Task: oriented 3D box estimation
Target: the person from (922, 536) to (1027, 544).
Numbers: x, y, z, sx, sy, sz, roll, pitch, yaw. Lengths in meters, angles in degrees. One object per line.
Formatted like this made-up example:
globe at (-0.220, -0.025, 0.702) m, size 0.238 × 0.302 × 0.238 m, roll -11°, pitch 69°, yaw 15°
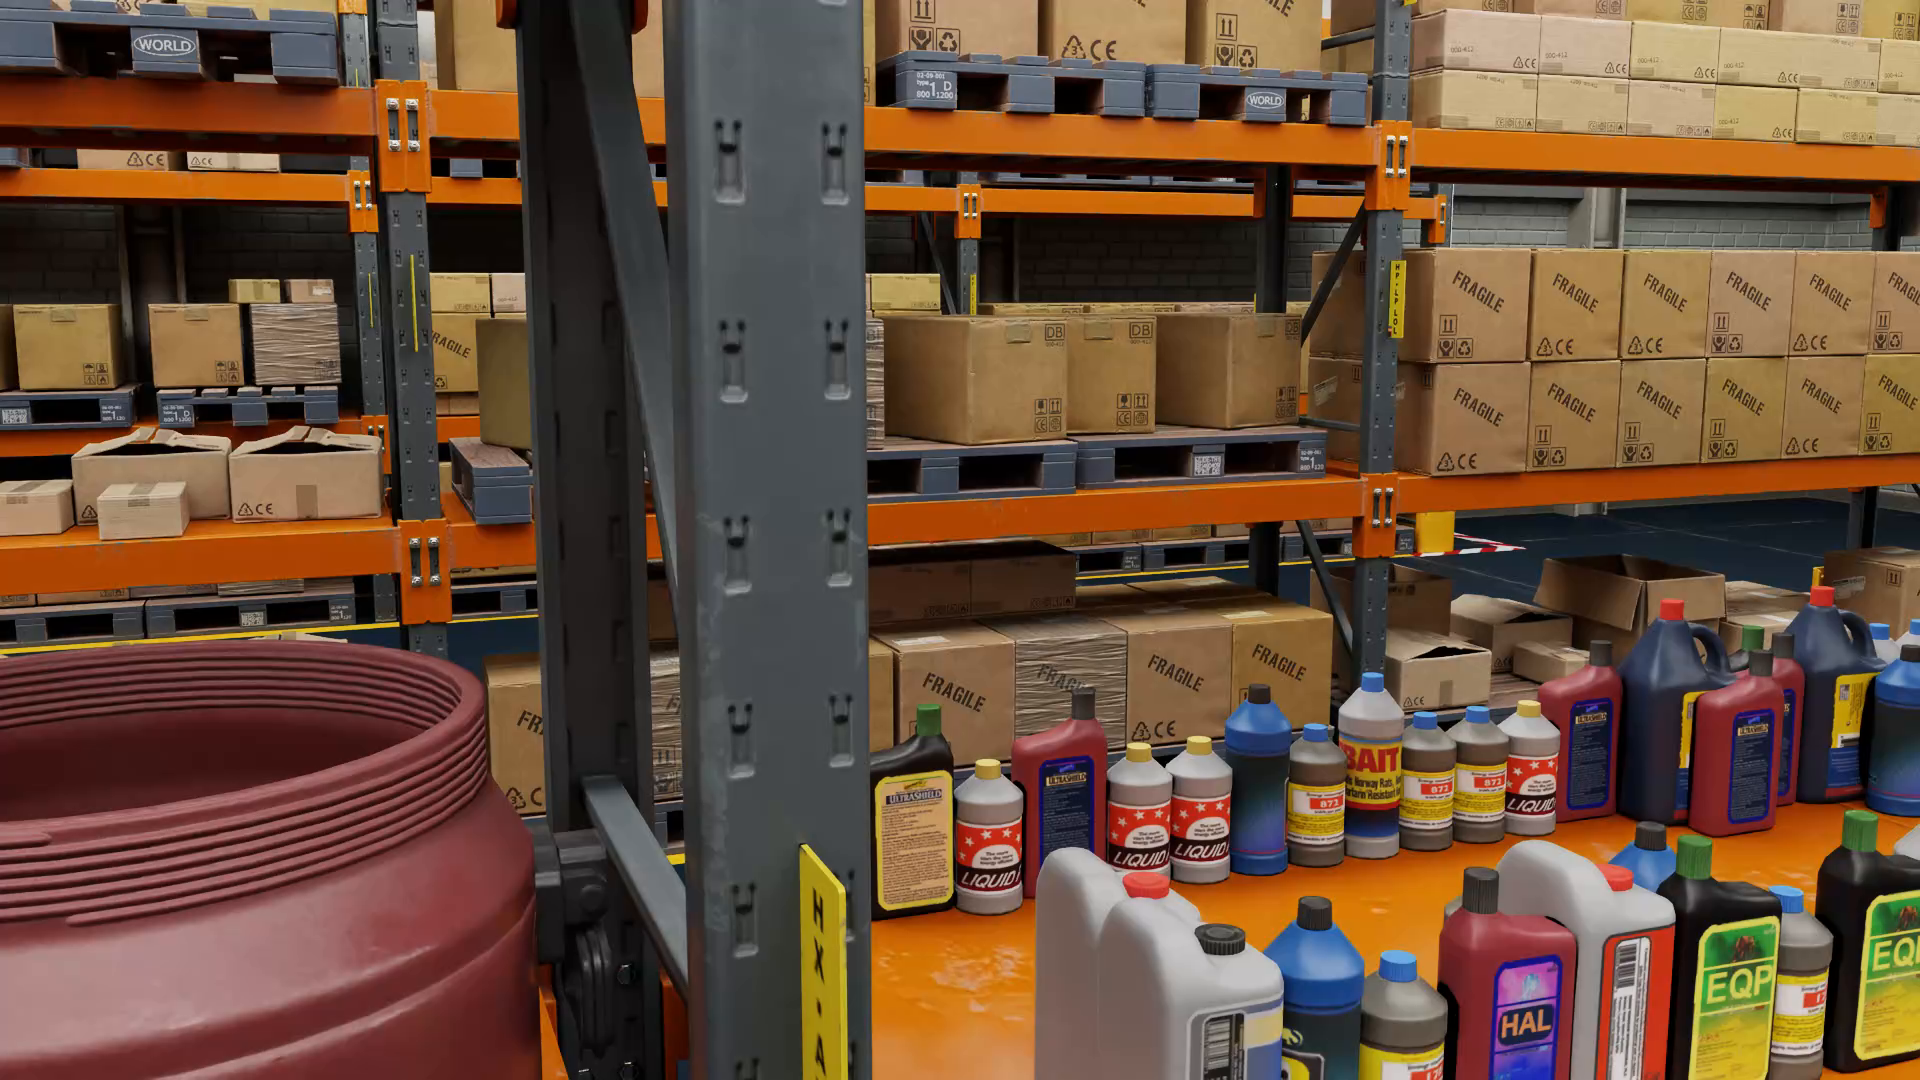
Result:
person at (0.038, 0.160, 9.843) m, size 0.509 × 0.976 × 0.899 m, roll -4°, pitch 10°, yaw -24°
